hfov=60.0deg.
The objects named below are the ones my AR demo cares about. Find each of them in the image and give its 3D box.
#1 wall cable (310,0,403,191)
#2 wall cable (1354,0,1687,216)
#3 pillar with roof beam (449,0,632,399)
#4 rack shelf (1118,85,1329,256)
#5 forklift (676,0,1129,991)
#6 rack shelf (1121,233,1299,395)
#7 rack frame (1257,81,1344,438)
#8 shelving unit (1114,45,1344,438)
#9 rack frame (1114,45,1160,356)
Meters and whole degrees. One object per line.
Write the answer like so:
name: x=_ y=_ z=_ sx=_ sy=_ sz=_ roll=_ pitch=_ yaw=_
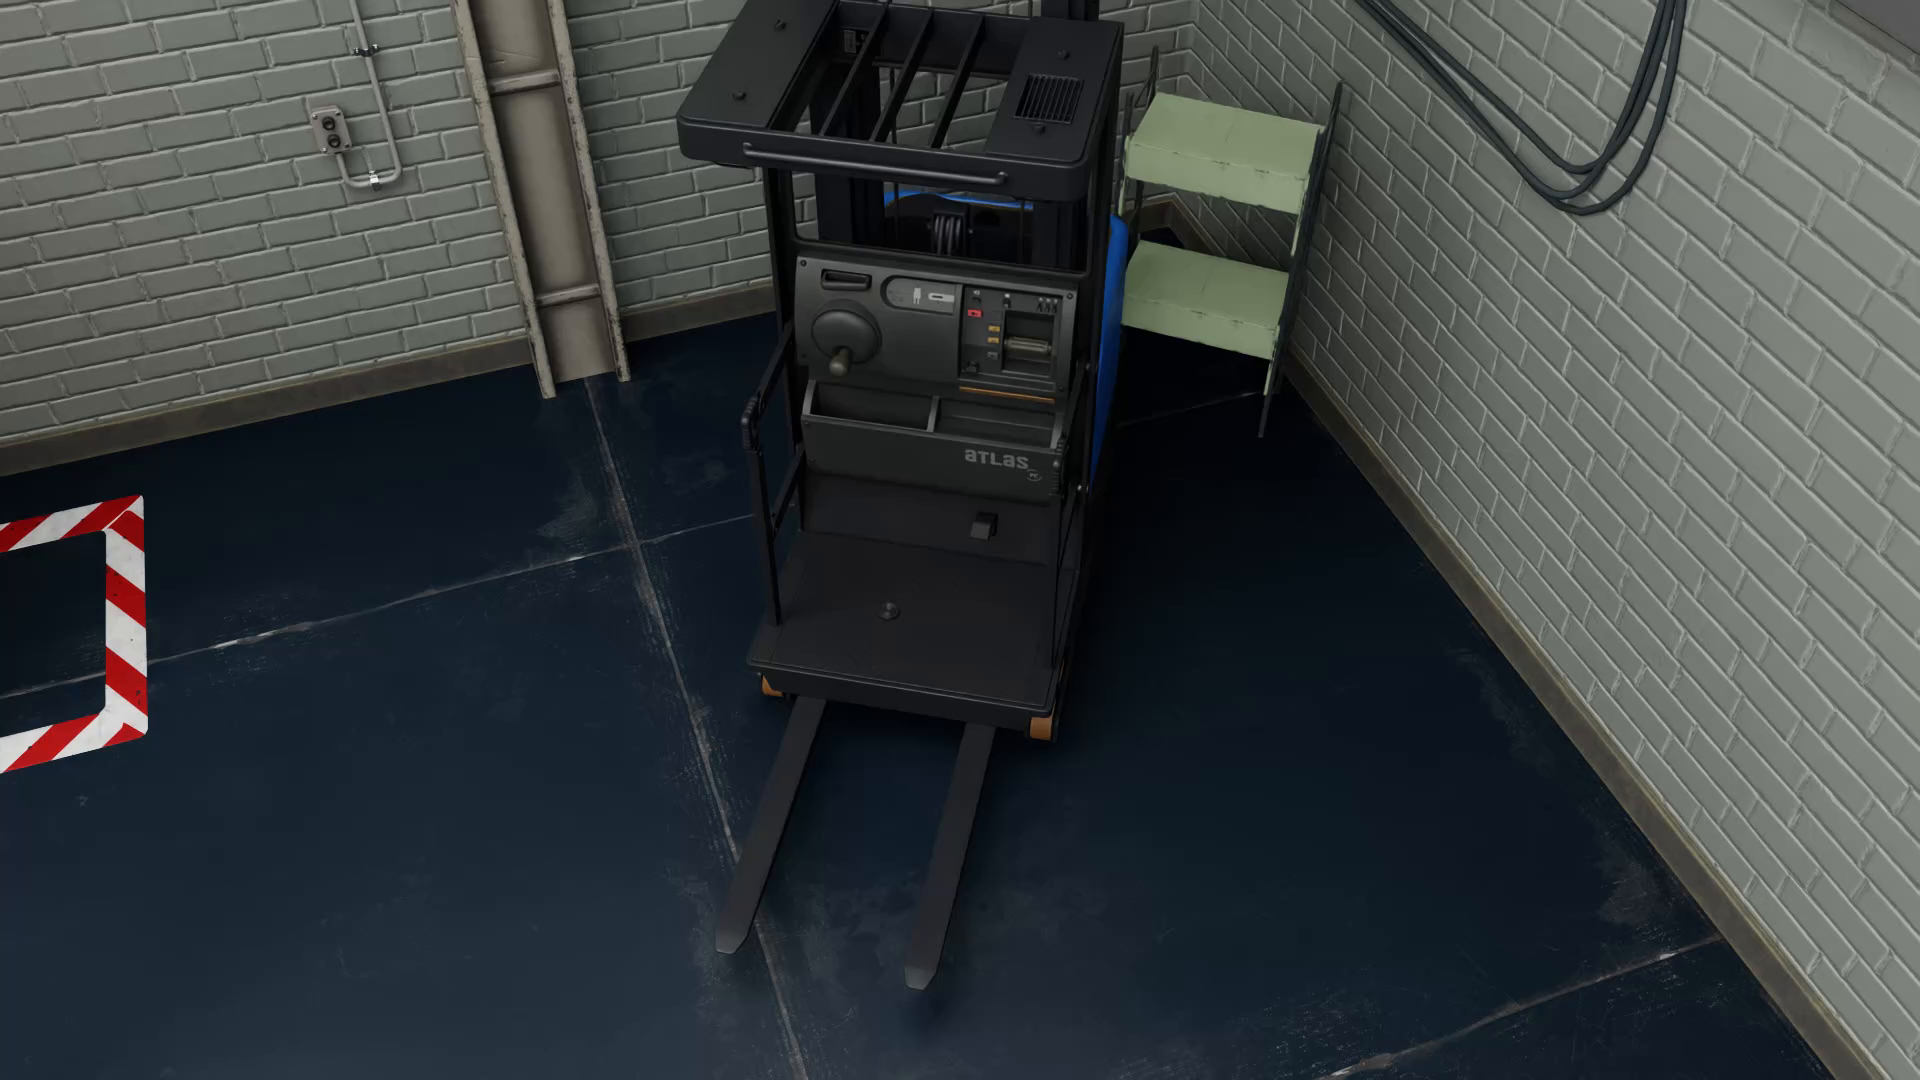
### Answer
wall cable: x=-3.074 y=-1.906 z=5.814 sx=1.851 sy=1.984 sz=0.084 roll=-14 pitch=47 yaw=-14
wall cable: x=1.484 y=-2.753 z=5.332 sx=0.112 sy=2.526 sz=3.097 roll=-14 pitch=47 yaw=-14
pillar with roof beam: x=-0.249 y=-1.084 z=1.477 sx=0.400 sy=9.000 sz=9.100 roll=-14 pitch=47 yaw=-14
rack shelf: x=1.044 y=-1.471 z=6.595 sx=0.720 sy=0.370 sz=0.431 roll=15 pitch=47 yaw=13
forklift: x=-0.126 y=-0.603 z=5.281 sx=1.130 sy=2.935 sz=3.031 roll=8 pitch=46 yaw=8
rack shelf: x=1.031 y=-0.969 z=7.106 sx=0.720 sy=0.370 sz=0.431 roll=15 pitch=47 yaw=13
rack frame: x=1.381 y=-1.102 z=6.789 sx=0.023 sy=1.500 sz=0.400 roll=15 pitch=47 yaw=13
shelving unit: x=1.037 y=-1.197 z=6.873 sx=0.755 sy=1.500 sz=0.431 roll=15 pitch=47 yaw=13
rack frame: x=0.694 y=-1.292 z=6.957 sx=0.023 sy=1.500 sz=0.400 roll=15 pitch=47 yaw=13
